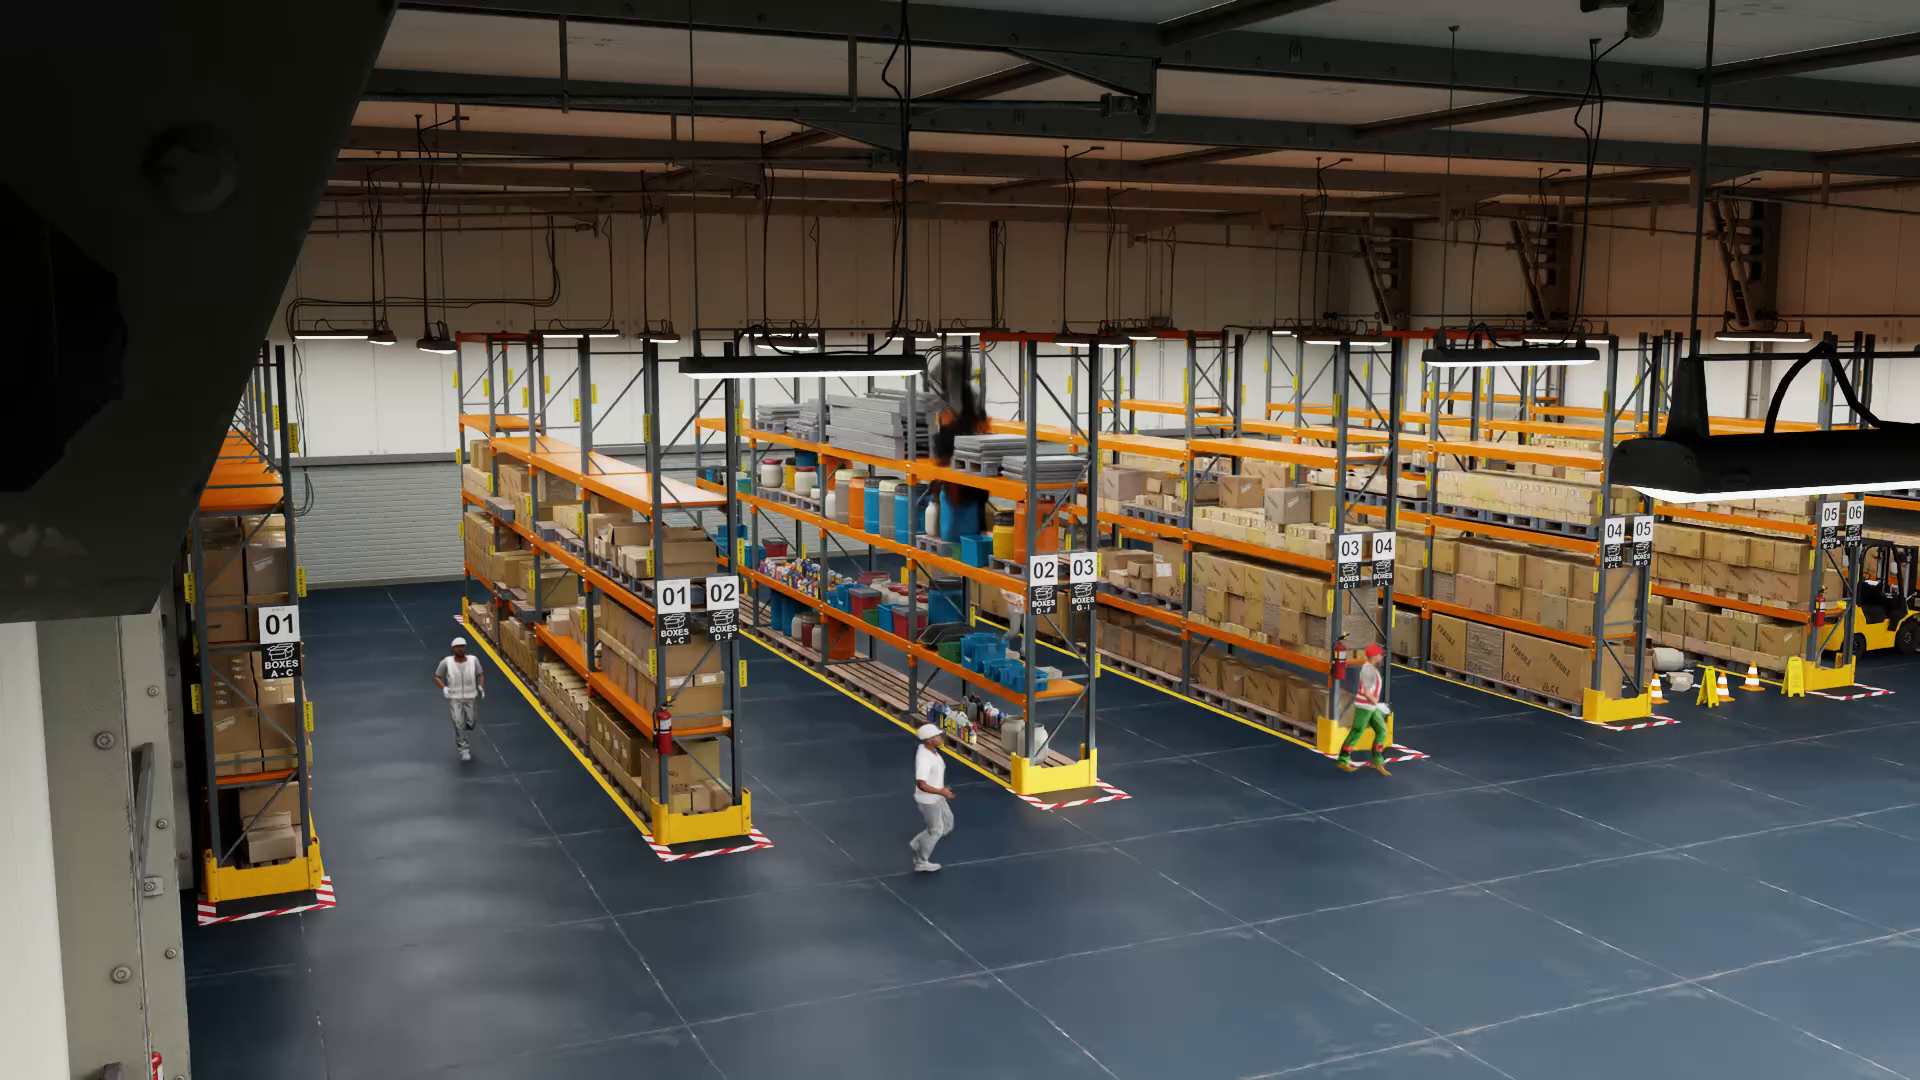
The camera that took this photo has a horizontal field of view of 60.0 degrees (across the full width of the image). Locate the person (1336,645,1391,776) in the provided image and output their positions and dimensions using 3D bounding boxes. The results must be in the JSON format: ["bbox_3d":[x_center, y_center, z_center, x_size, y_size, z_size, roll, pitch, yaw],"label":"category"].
[{"bbox_3d":[5.628,2.340,23.003,0.721,1.818,0.638,3,8,22],"label":"person"}]

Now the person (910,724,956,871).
[{"bbox_3d":[-0.301,2.930,18.932,0.562,1.721,0.674,1,8,5],"label":"person"}]

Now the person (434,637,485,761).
[{"bbox_3d":[-7.189,2.260,23.936,0.682,1.748,0.699,-4,9,-25],"label":"person"}]

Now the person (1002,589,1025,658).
[{"bbox_3d":[1.101,1.297,30.967,0.674,1.740,0.782,-4,9,-27],"label":"person"}]
